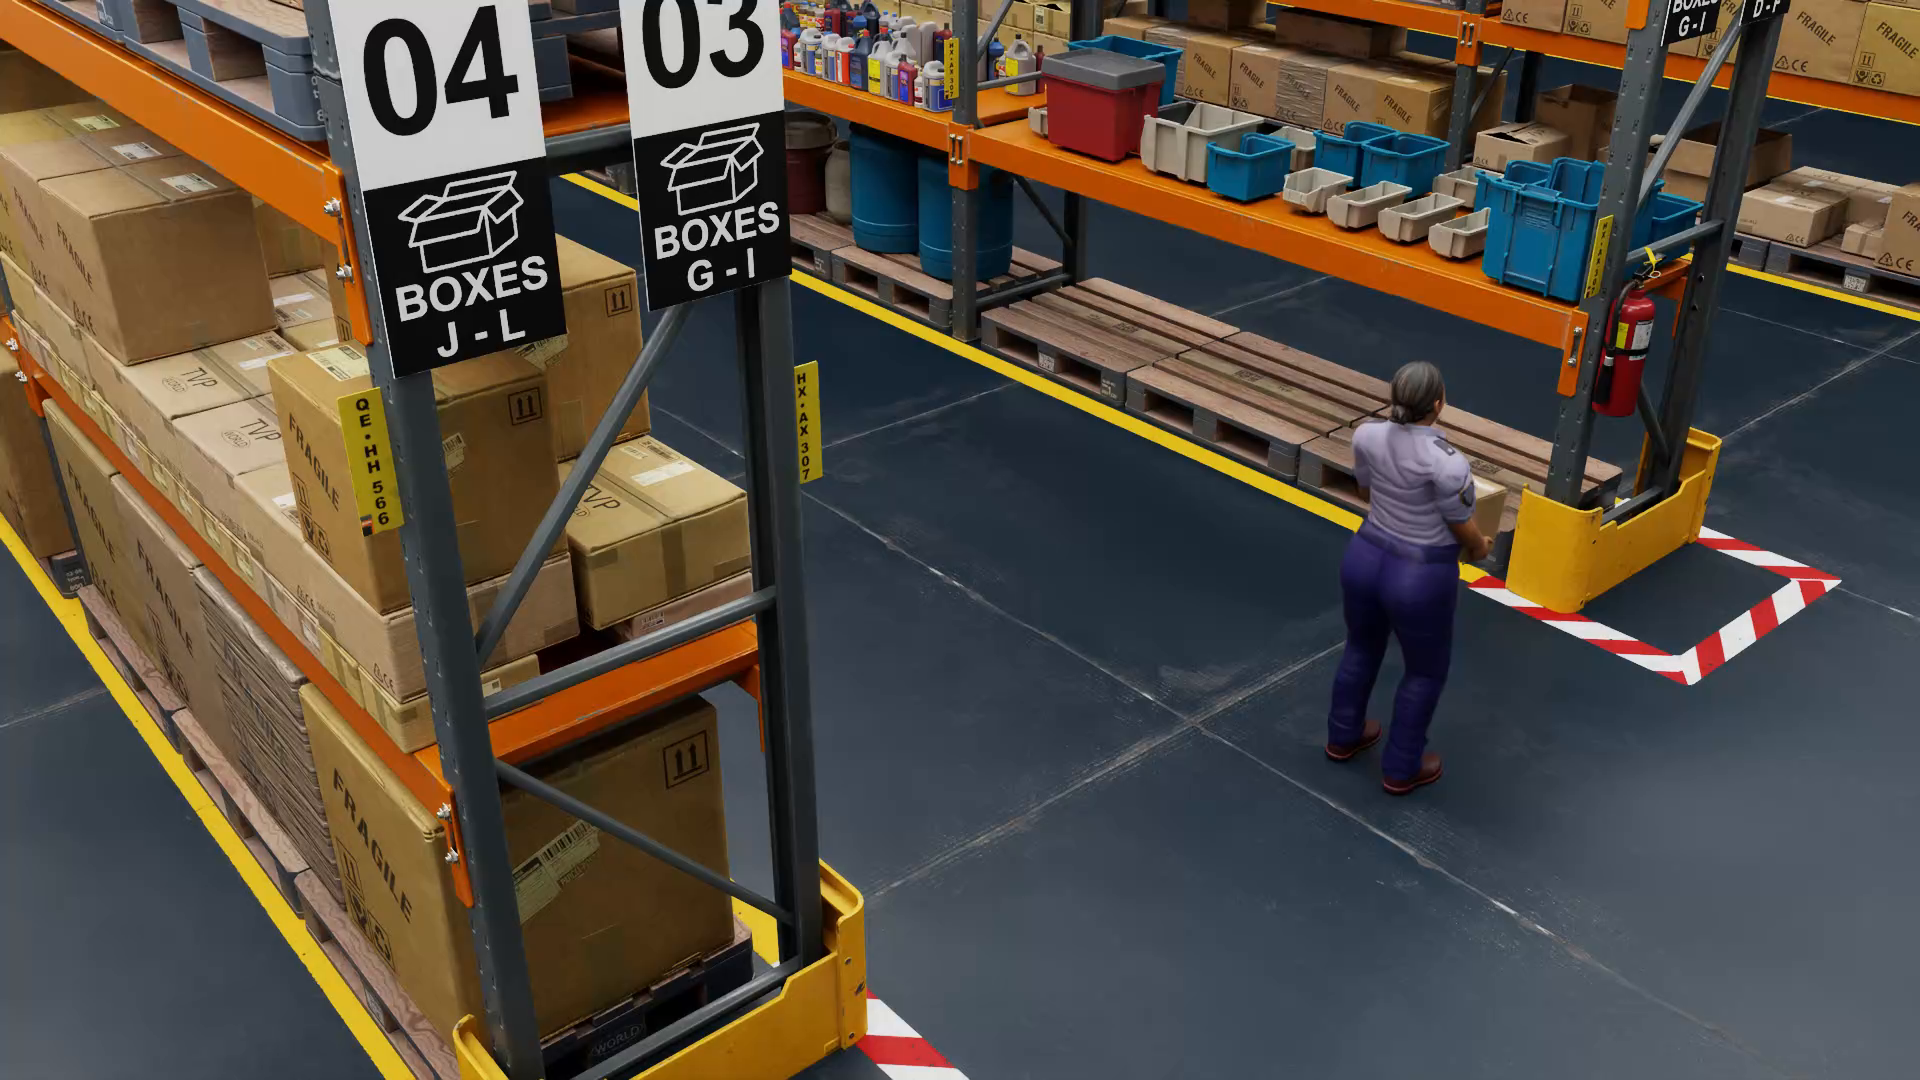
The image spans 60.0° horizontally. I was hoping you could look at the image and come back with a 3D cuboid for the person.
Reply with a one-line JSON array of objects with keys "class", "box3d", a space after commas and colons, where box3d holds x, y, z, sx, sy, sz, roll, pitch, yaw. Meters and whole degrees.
[{"class": "person", "box3d": [1.626, 0.101, 5.952, 0.515, 1.643, 0.466, -22, 35, -35]}]
